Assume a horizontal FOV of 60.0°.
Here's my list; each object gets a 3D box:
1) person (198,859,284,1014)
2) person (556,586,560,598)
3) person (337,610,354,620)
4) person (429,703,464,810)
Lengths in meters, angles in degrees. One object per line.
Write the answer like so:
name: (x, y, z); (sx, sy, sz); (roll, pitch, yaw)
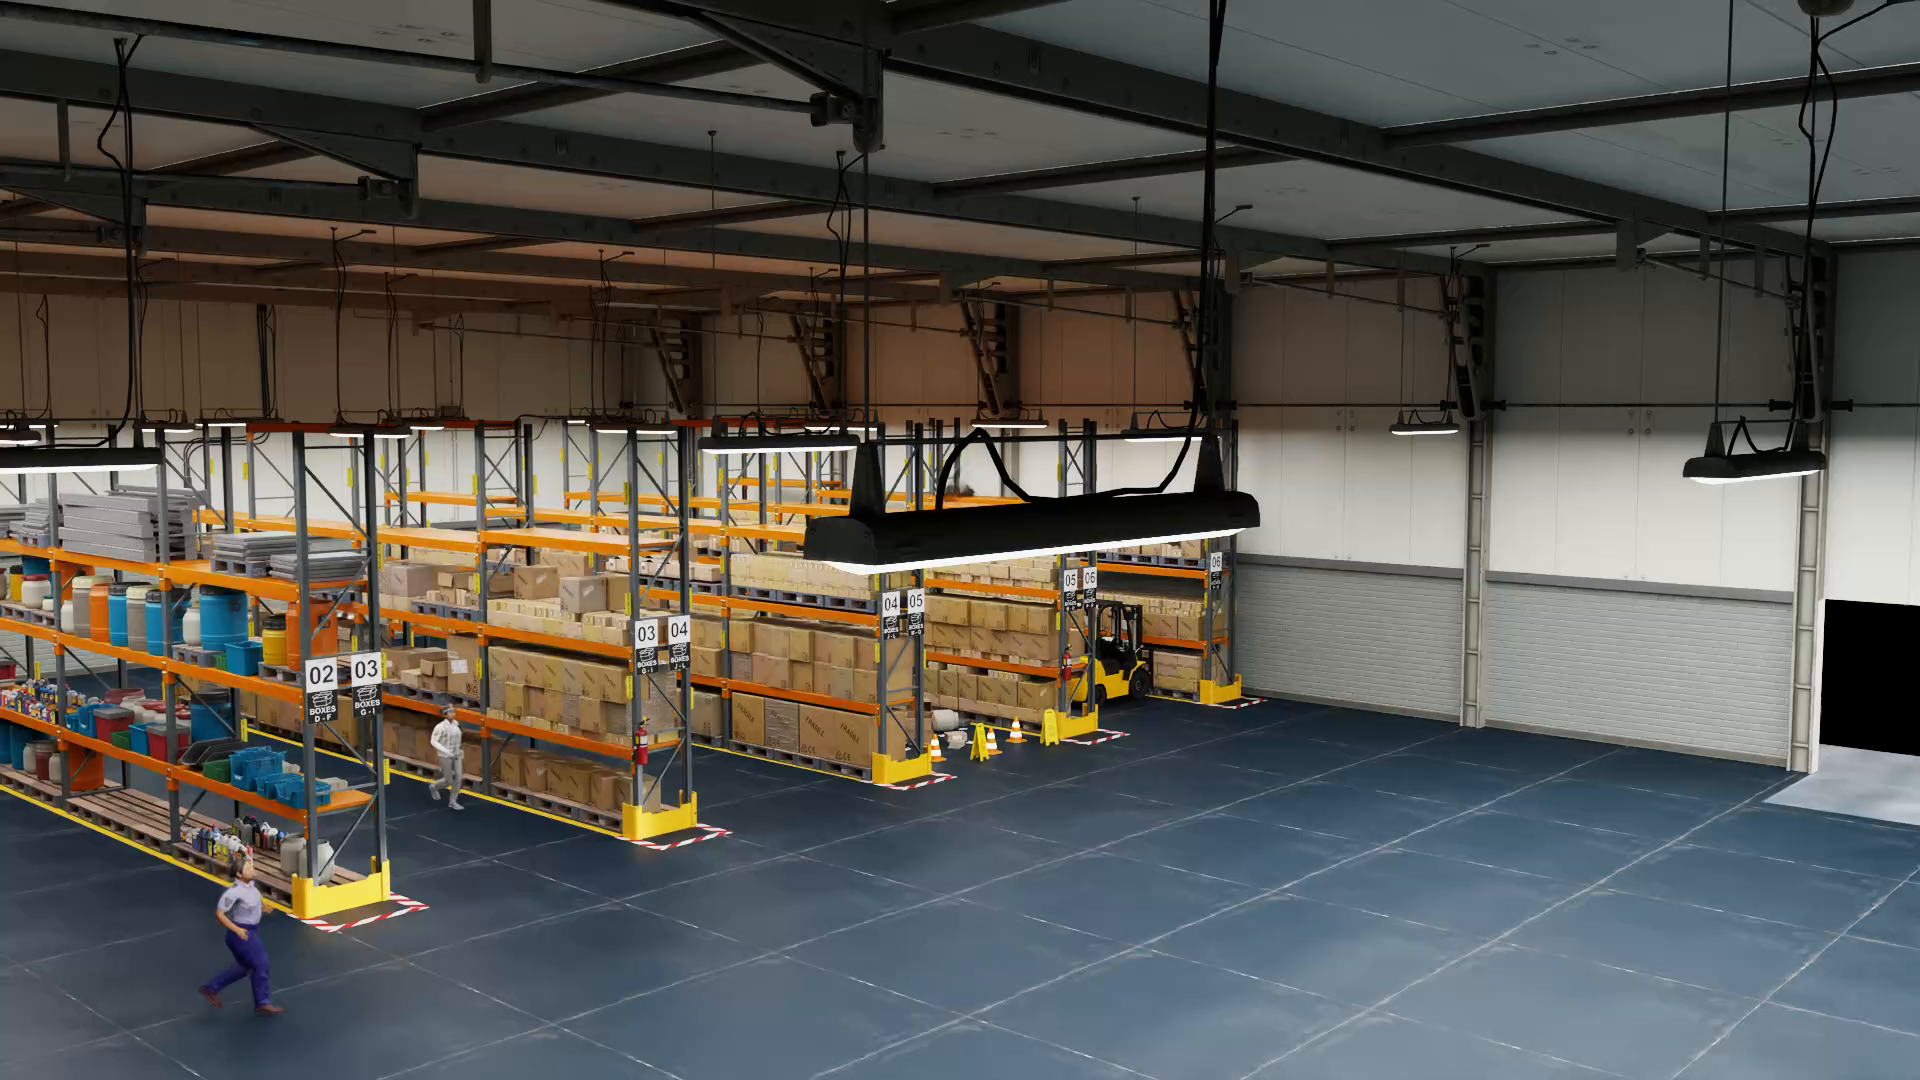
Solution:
person: (-7.461, 4.114, 17.237); (0.812, 1.657, 0.598); (-1, 5, -15)
person: (-10.416, 1.914, 43.663); (0.609, 1.722, 0.706); (-1, 5, -8)
person: (-14.236, 2.330, 38.361); (0.725, 1.750, 0.786); (1, 5, 9)
person: (-8.052, 3.380, 26.096); (0.673, 1.672, 0.617); (3, 6, 33)
